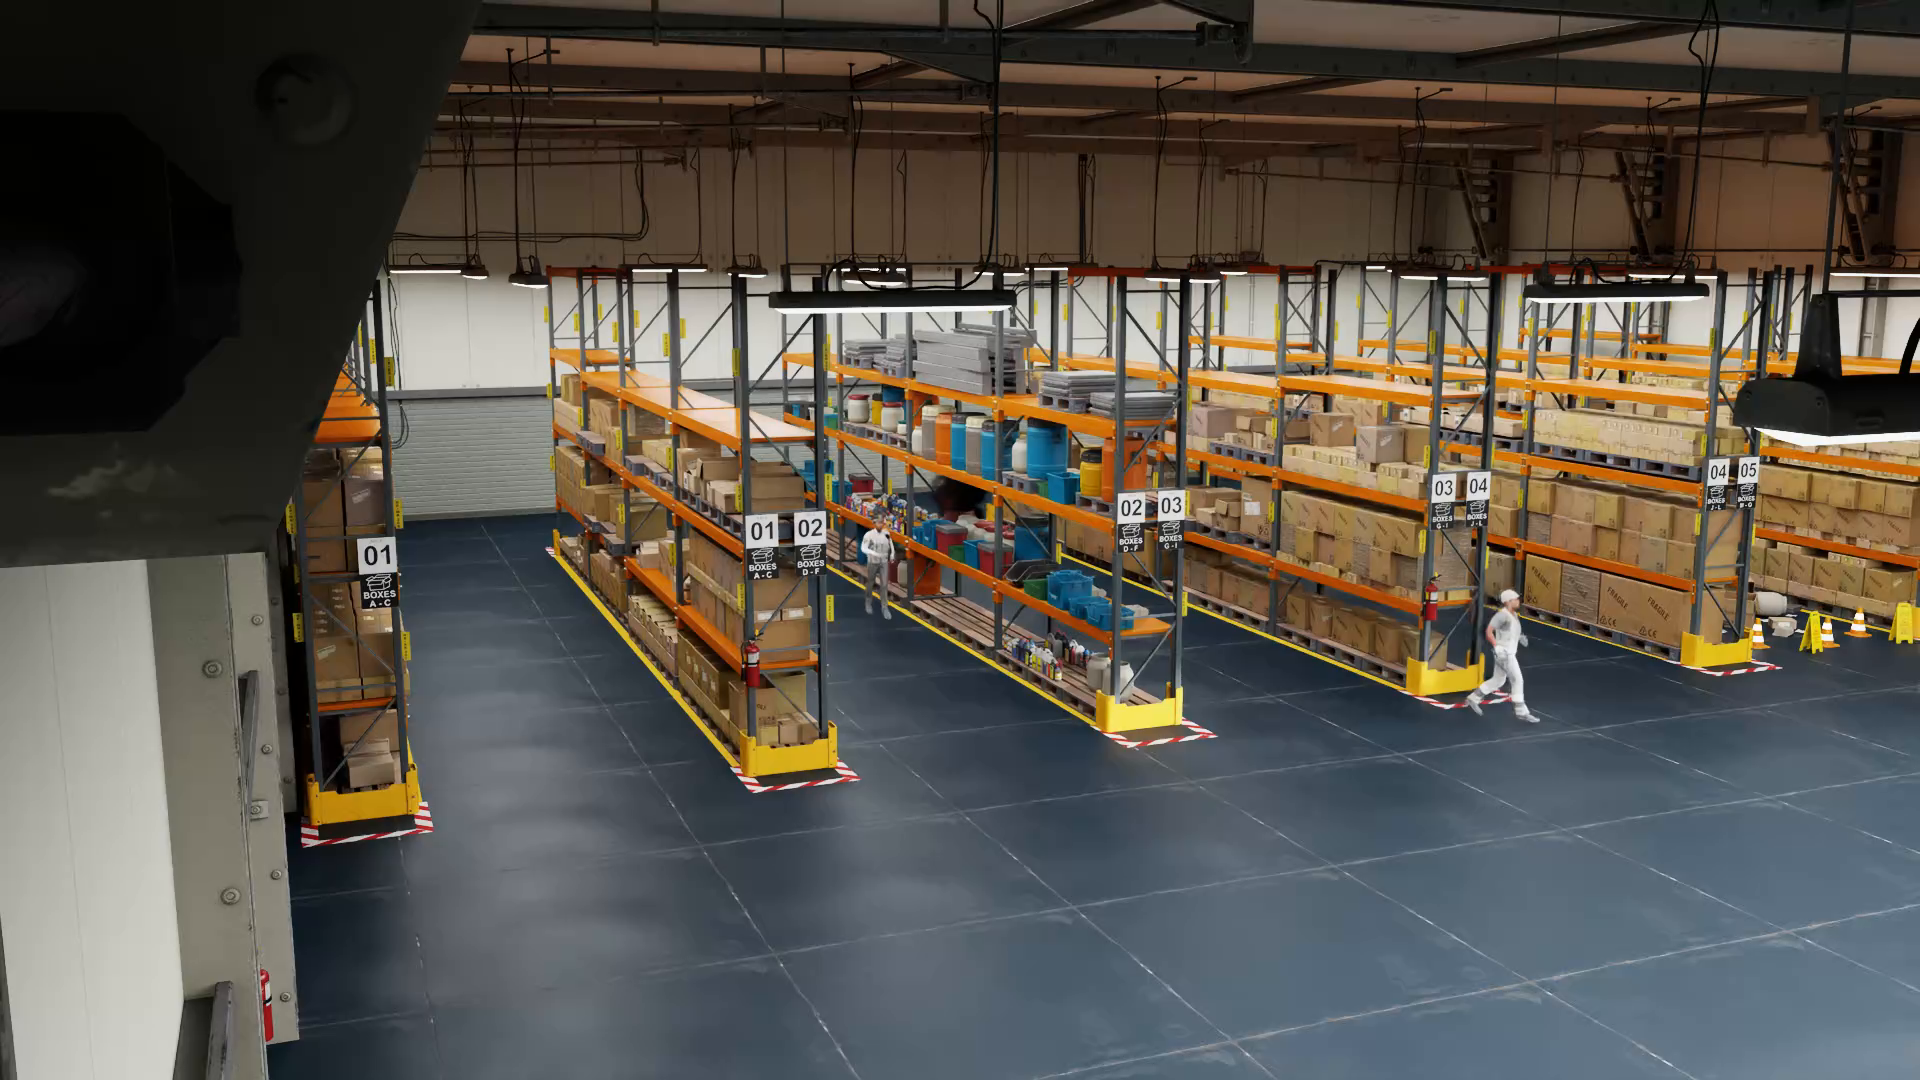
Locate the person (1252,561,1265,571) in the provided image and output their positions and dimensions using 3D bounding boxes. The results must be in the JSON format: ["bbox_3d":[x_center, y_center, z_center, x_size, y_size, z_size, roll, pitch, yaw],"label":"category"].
[{"bbox_3d":[5.924,-0.165,32.917,0.631,1.714,0.727,-3,10,-17],"label":"person"}]

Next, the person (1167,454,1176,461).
[{"bbox_3d":[5.350,-1.722,41.420,1.011,1.731,0.675,-4,11,-19],"label":"person"}]

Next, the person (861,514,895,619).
[{"bbox_3d":[-1.356,0.409,27.706,0.632,1.734,0.752,-4,11,-23],"label":"person"}]

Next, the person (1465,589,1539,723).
[{"bbox_3d":[7.386,1.534,22.509,0.983,1.759,0.656,4,11,23],"label":"person"}]
